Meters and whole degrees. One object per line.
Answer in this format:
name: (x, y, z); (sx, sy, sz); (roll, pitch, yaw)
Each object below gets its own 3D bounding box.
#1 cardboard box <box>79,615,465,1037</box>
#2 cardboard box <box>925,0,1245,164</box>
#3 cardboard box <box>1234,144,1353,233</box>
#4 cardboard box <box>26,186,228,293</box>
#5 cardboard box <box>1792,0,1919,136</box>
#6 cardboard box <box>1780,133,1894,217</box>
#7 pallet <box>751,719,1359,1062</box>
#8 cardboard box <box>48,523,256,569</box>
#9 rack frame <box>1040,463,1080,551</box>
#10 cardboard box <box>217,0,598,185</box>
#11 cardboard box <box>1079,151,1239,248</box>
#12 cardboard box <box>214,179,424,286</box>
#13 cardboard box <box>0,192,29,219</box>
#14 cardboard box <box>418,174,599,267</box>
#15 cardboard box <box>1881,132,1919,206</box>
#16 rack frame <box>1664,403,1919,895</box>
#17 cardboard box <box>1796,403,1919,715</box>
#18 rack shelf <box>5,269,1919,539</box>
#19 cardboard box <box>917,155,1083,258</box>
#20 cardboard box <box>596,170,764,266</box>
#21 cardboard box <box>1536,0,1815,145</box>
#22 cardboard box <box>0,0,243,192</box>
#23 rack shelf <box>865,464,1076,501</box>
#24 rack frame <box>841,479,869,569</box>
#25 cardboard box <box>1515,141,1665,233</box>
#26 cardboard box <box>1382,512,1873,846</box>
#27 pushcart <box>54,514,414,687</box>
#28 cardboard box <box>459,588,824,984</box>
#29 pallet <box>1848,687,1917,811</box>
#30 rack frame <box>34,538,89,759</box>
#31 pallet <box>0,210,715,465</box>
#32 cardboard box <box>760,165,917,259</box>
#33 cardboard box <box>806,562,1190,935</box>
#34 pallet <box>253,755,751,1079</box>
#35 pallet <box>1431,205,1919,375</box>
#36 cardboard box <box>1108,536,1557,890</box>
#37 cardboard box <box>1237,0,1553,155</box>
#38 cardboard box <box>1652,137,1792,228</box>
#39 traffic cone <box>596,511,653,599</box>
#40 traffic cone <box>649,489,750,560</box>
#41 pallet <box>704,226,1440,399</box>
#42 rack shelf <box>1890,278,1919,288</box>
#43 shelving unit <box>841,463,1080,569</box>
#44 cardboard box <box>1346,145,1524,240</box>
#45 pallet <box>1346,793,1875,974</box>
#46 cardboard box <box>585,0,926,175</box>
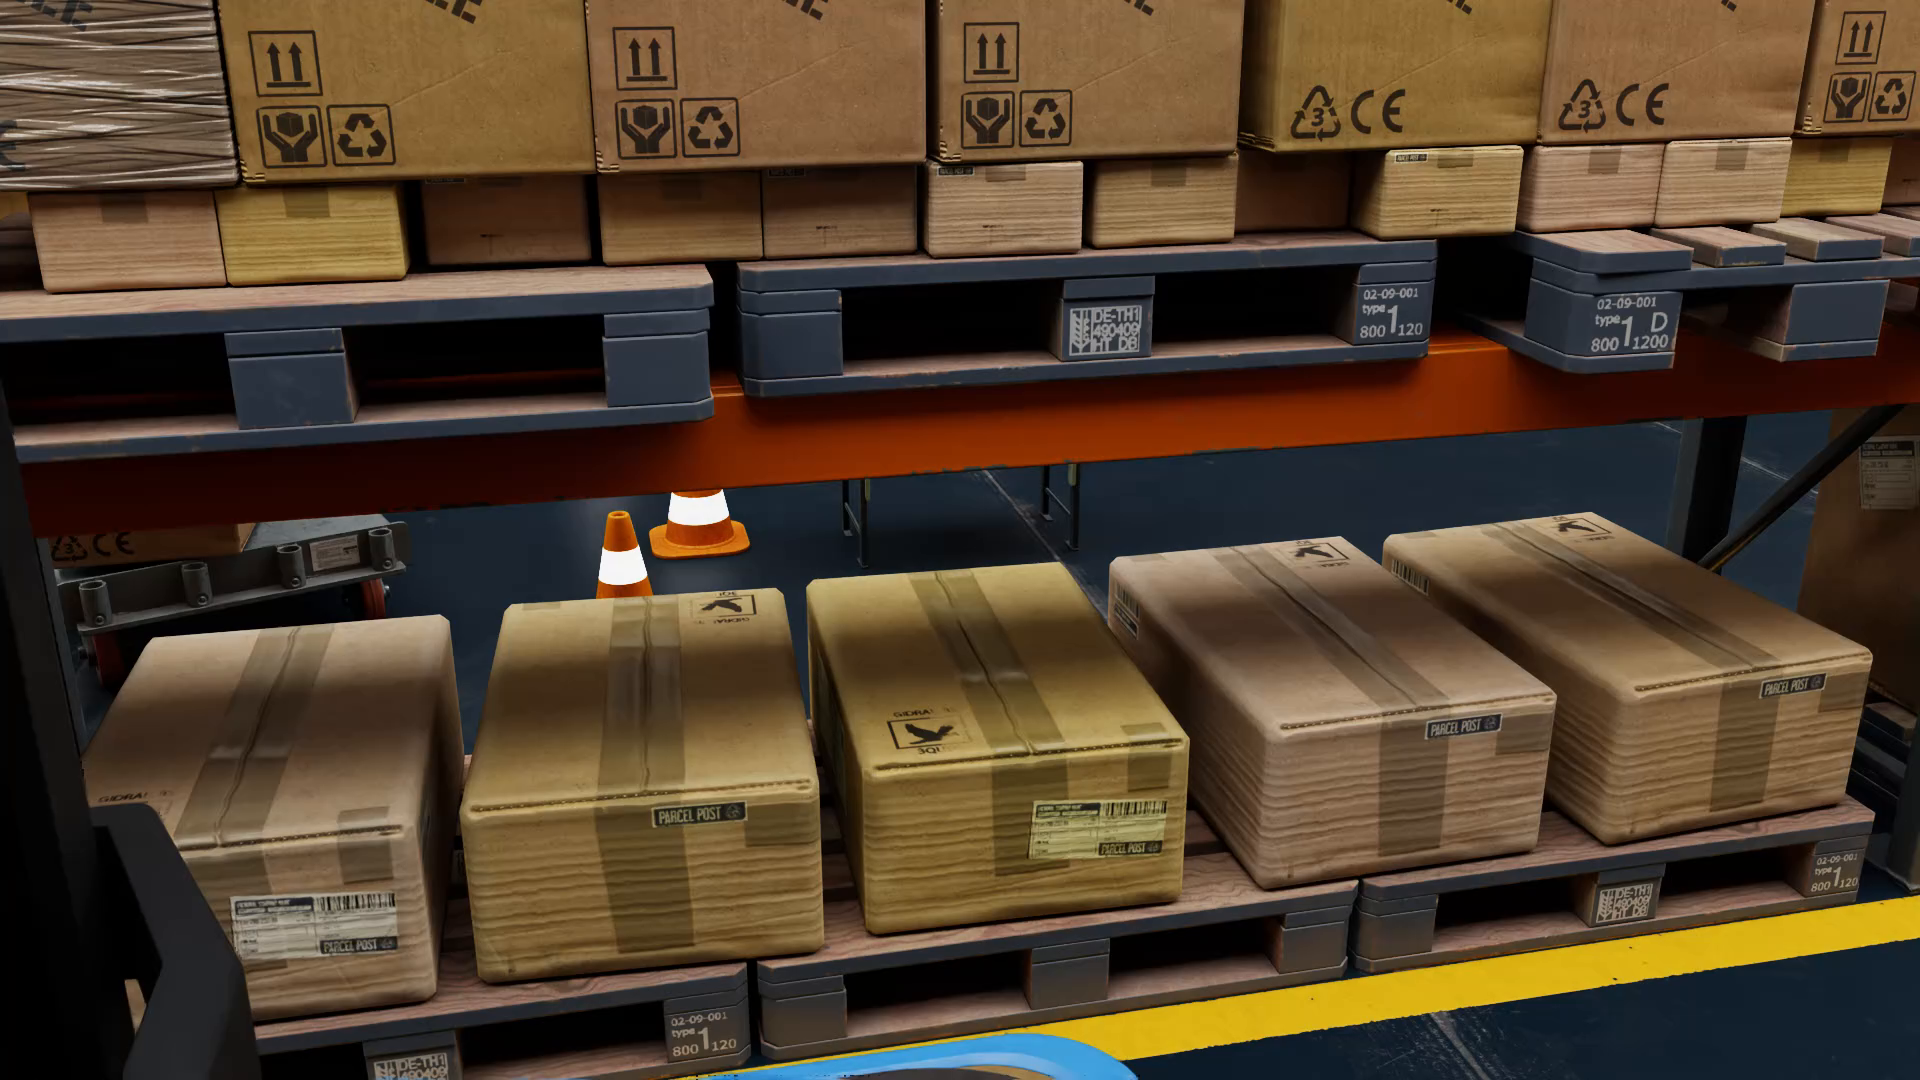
cardboard box: (-1.337, 0.515, 3.258); (0.625, 0.372, 0.950); (-4, 21, -12)
cardboard box: (0.145, -0.923, 2.785); (0.500, 0.500, 0.500); (-6, 21, -15)
cardboard box: (0.517, -0.669, 3.034); (0.250, 0.149, 0.380); (-4, 21, -12)
cardboard box: (-1.236, -0.497, 2.564); (0.250, 0.149, 0.380); (-4, 21, -12)
cardboard box: (1.668, -1.051, 3.134); (0.500, 0.500, 0.500); (-5, 21, -14)
cardboard box: (1.537, -0.725, 3.188); (0.250, 0.149, 0.380); (-4, 21, -12)
pallet: (0.100, 0.670, 3.678); (1.213, 0.211, 1.003); (-5, 21, -12)
cardboard box: (-2.285, -0.255, 4.682); (0.500, 0.500, 0.500); (-5, 21, -12)
rack frame: (0.350, -0.733, 5.634); (0.023, 1.500, 0.400); (-5, 21, -12)
cardboard box: (-0.837, -0.844, 2.570); (0.500, 0.500, 0.500); (-5, 21, -12)
cardboard box: (0.292, -0.621, 2.905); (0.250, 0.149, 0.380); (-5, 21, -14)
cardboard box: (-0.991, -0.513, 2.610); (0.250, 0.149, 0.380); (-4, 21, -11)
cardboard box: (-3.712, -1.301, 7.485); (0.875, 0.875, 0.875); (-4, 21, -12)
cardboard box: (-0.733, -0.561, 2.741); (0.250, 0.149, 0.380); (-3, 20, -9)
cardboard box: (1.781, -0.770, 3.312); (0.250, 0.149, 0.380); (-4, 20, -10)
rack frame: (2.046, -0.796, 3.627); (0.127, 3.000, 1.000); (-5, 21, -12)
cardboard box: (2.737, -0.022, 3.993); (0.875, 0.875, 0.875); (-5, 21, -13)
rack shelf: (0.100, -0.300, 3.318); (4.000, 0.370, 1.077); (-5, 21, -12)
cardboard box: (0.039, -0.590, 2.820); (0.250, 0.149, 0.380); (-4, 20, -10)
cardboard box: (-0.473, -0.568, 2.758); (0.250, 0.149, 0.380); (-4, 21, -12)
cardboard box: (1.167, -1.006, 3.012); (0.500, 0.500, 0.500); (-5, 21, -13)
cardboard box: (-1.324, -0.804, 2.461); (0.500, 0.500, 0.500); (-4, 21, -11)
rack shelf: (-0.006, -0.398, 5.667); (0.720, 0.370, 0.431); (-5, 21, -12)
rack frame: (-0.363, -0.675, 5.476); (0.023, 1.500, 0.400); (-5, 21, -12)
cardboard box: (1.055, -0.673, 3.045); (0.250, 0.149, 0.380); (-6, 21, -15)
cardboard box: (1.494, 0.282, 3.893); (0.625, 0.372, 0.950); (-6, 21, -16)
pushcart: (-2.420, -0.007, 5.286); (0.936, 0.377, 1.648); (-13, 24, -31)
cardboard box: (-0.638, 0.457, 3.416); (0.625, 0.372, 0.950); (-3, 20, -9)
pallet: (2.831, 0.476, 4.208); (1.213, 0.211, 1.003); (-5, 21, -12)
rack frame: (-1.847, -0.479, 2.762); (0.127, 3.000, 1.000); (-5, 21, -12)
pallet: (-1.069, -0.401, 2.828); (1.213, 0.211, 1.003); (-5, 21, -12)
cardboard box: (-0.232, -0.587, 2.810); (0.250, 0.149, 0.380); (-4, 21, -12)
cardboard box: (0.038, 0.401, 3.568); (0.625, 0.372, 0.950); (-4, 20, -11)
pallet: (-1.089, 0.768, 3.412); (1.213, 0.211, 1.003); (-5, 21, -12)
pallet: (1.377, -0.614, 3.408); (1.003, 0.211, 1.213); (-5, 21, -12)
cardboard box: (0.778, 0.343, 3.727); (0.625, 0.372, 0.950); (-5, 21, -14)
cardboard box: (0.676, -0.966, 2.902); (0.500, 0.500, 0.500); (-6, 21, -16)
cardboard box: (1.302, -0.690, 3.092); (0.250, 0.149, 0.380); (-5, 21, -13)
traffic cone: (-0.962, 0.145, 4.746); (0.334, 0.463, 0.336); (-5, 21, -12)
traffic cone: (-0.910, -0.213, 5.722); (0.334, 0.463, 0.336); (-5, 21, -12)
pallet: (0.129, -0.536, 3.194); (1.213, 0.211, 1.003); (-5, 21, -12)
rack shelf: (3.992, -0.616, 4.182); (4.000, 0.370, 1.077); (-5, 21, -12)
shelving unit: (-0.006, -0.704, 5.555); (0.755, 1.500, 0.431); (-5, 21, -12)
cardboard box: (0.791, -0.646, 2.973); (0.250, 0.149, 0.380); (-4, 21, -12)
pallet: (1.285, 0.575, 3.939); (1.213, 0.211, 1.003); (-5, 21, -12)
cardboard box: (-0.353, -0.879, 2.664); (0.500, 0.500, 0.500); (-5, 21, -13)
